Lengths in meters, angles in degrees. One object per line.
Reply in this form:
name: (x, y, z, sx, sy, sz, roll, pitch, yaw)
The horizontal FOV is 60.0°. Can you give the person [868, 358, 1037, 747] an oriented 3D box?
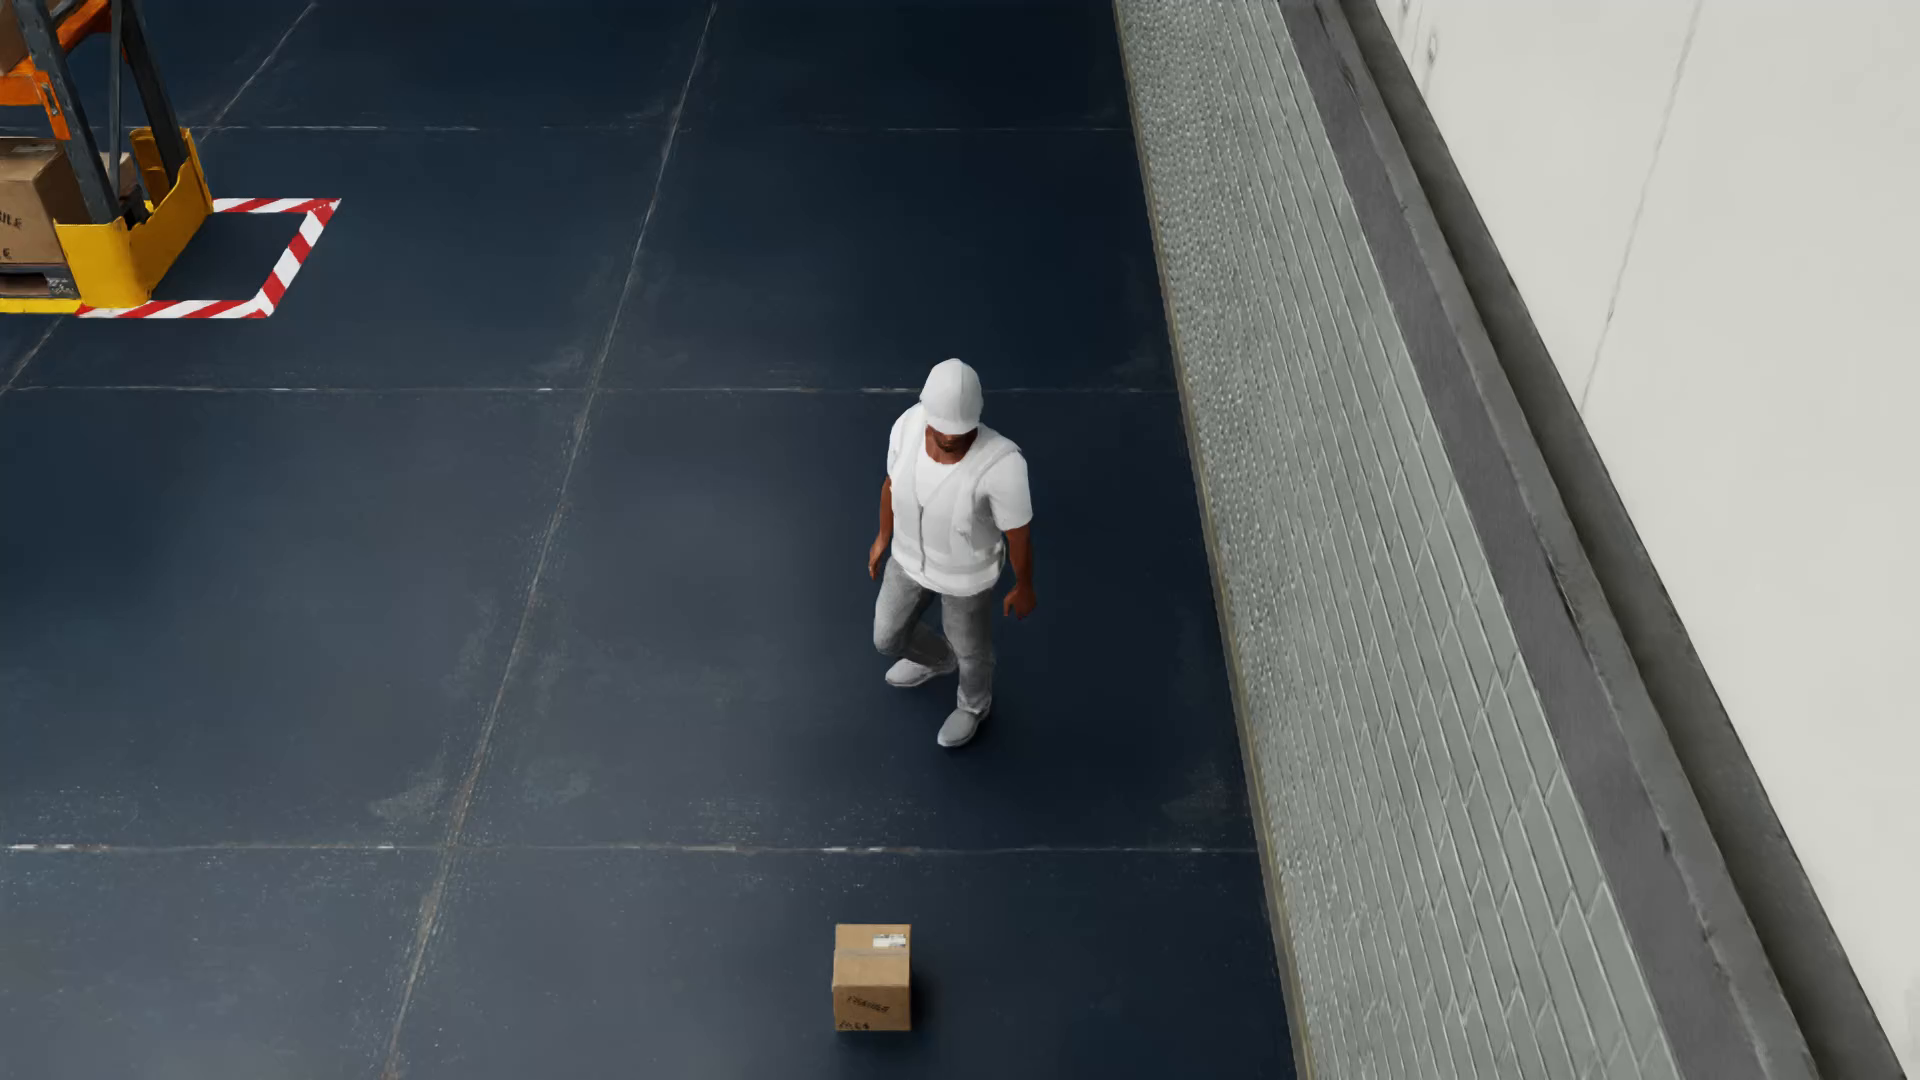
person: (-0.044, 0.059, 6.031, 0.690, 1.759, 0.453, 24, 45, 27)
